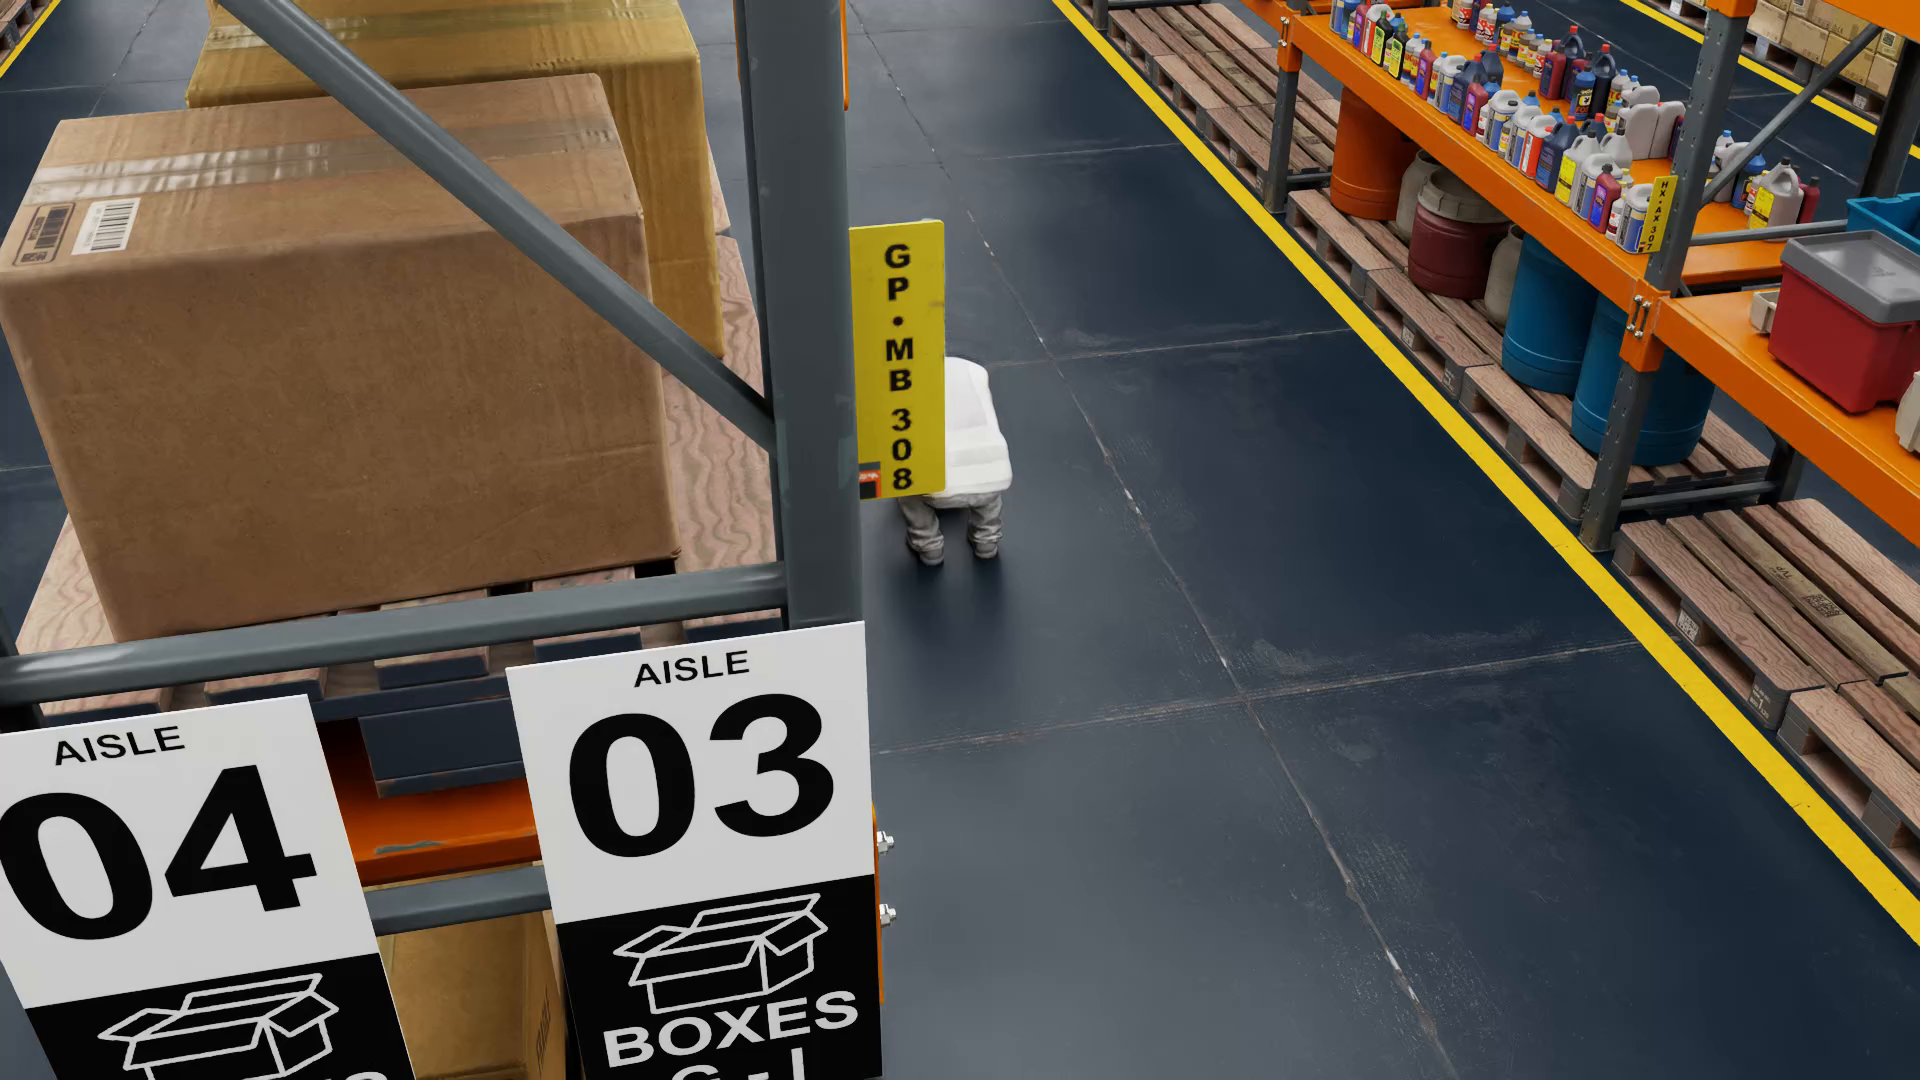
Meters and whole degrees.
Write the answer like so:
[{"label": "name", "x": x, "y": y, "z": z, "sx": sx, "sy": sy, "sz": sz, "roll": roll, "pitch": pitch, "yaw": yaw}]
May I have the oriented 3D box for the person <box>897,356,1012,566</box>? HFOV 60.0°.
[{"label": "person", "x": -0.087, "y": -0.416, "z": 7.515, "sx": 0.577, "sy": 0.921, "sz": 0.911, "roll": -7, "pitch": 35, "yaw": -11}]
